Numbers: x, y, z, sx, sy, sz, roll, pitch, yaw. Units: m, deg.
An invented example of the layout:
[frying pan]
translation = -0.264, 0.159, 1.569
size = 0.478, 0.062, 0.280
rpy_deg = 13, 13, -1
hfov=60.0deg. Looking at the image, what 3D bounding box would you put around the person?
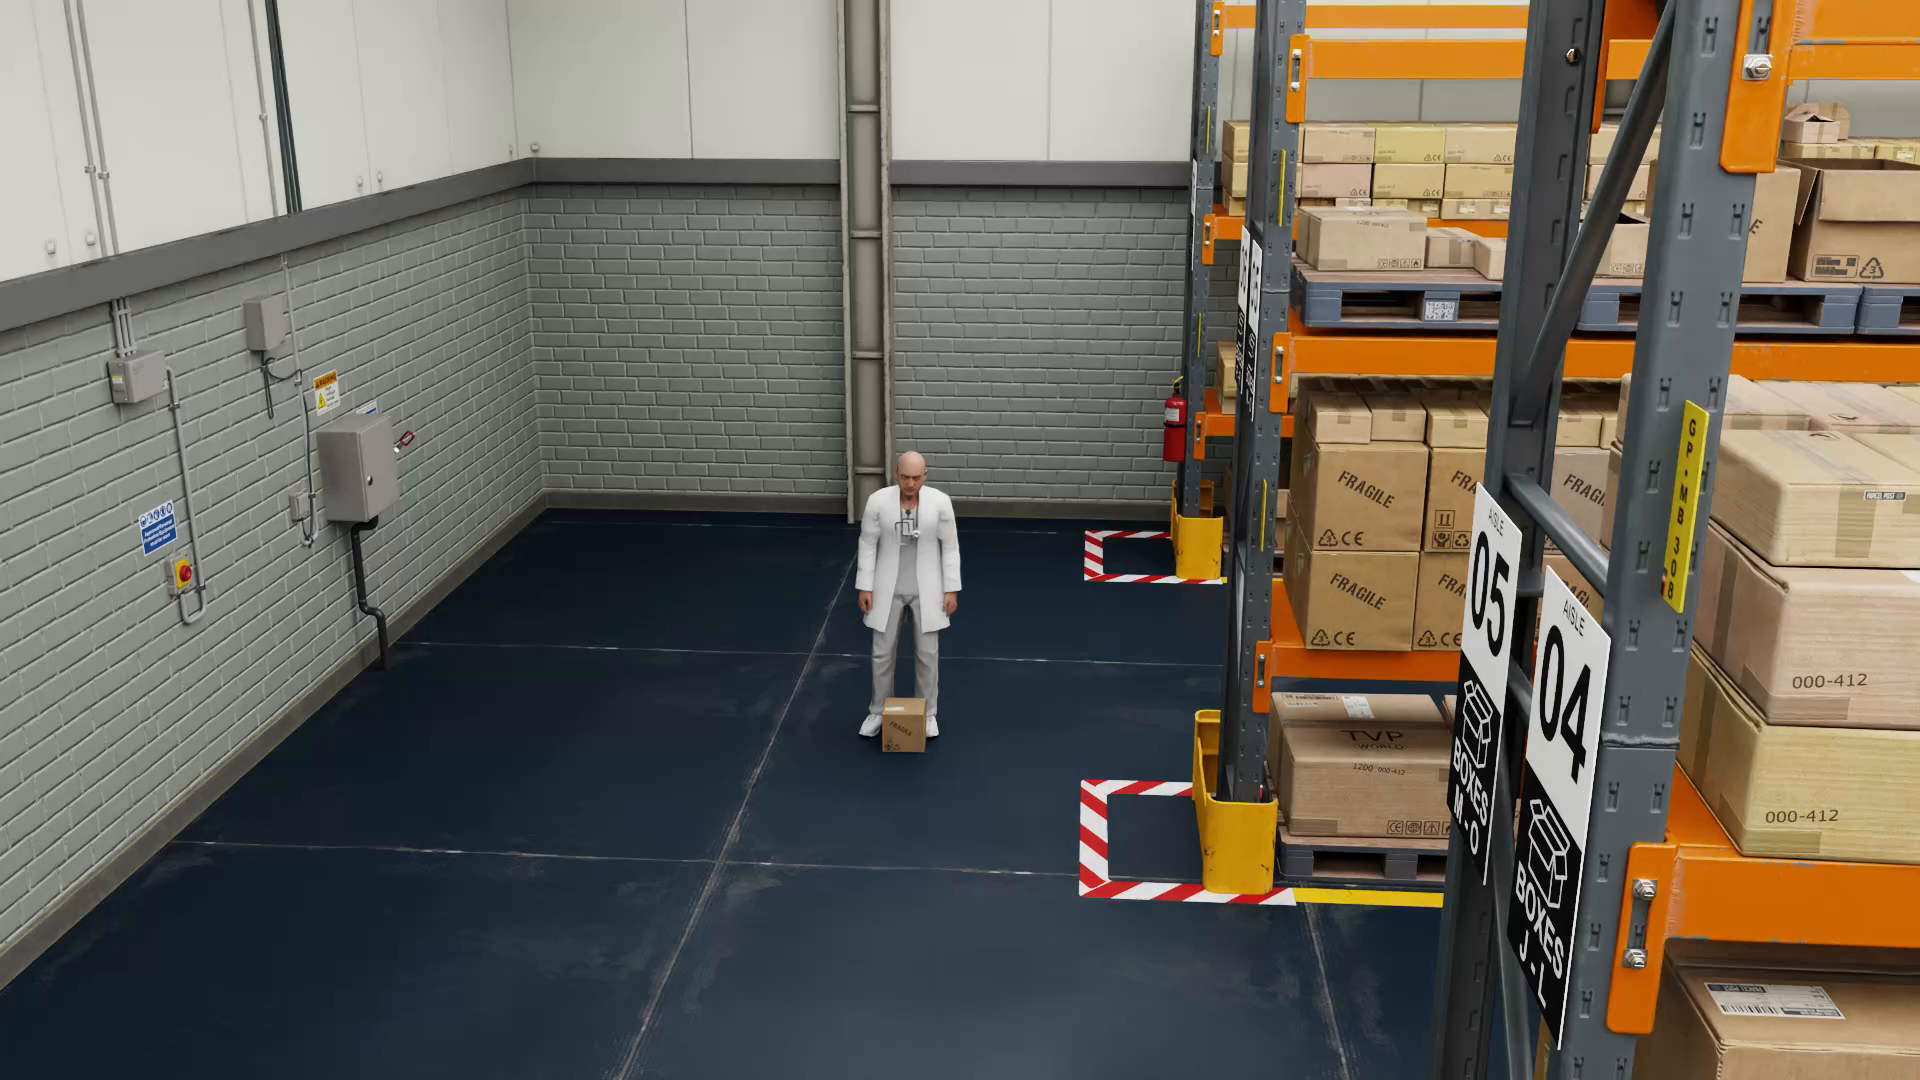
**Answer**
[person]
translation = -0.312, 0.315, 10.060
size = 0.645, 1.772, 0.429
rpy_deg = 0, 17, 1
